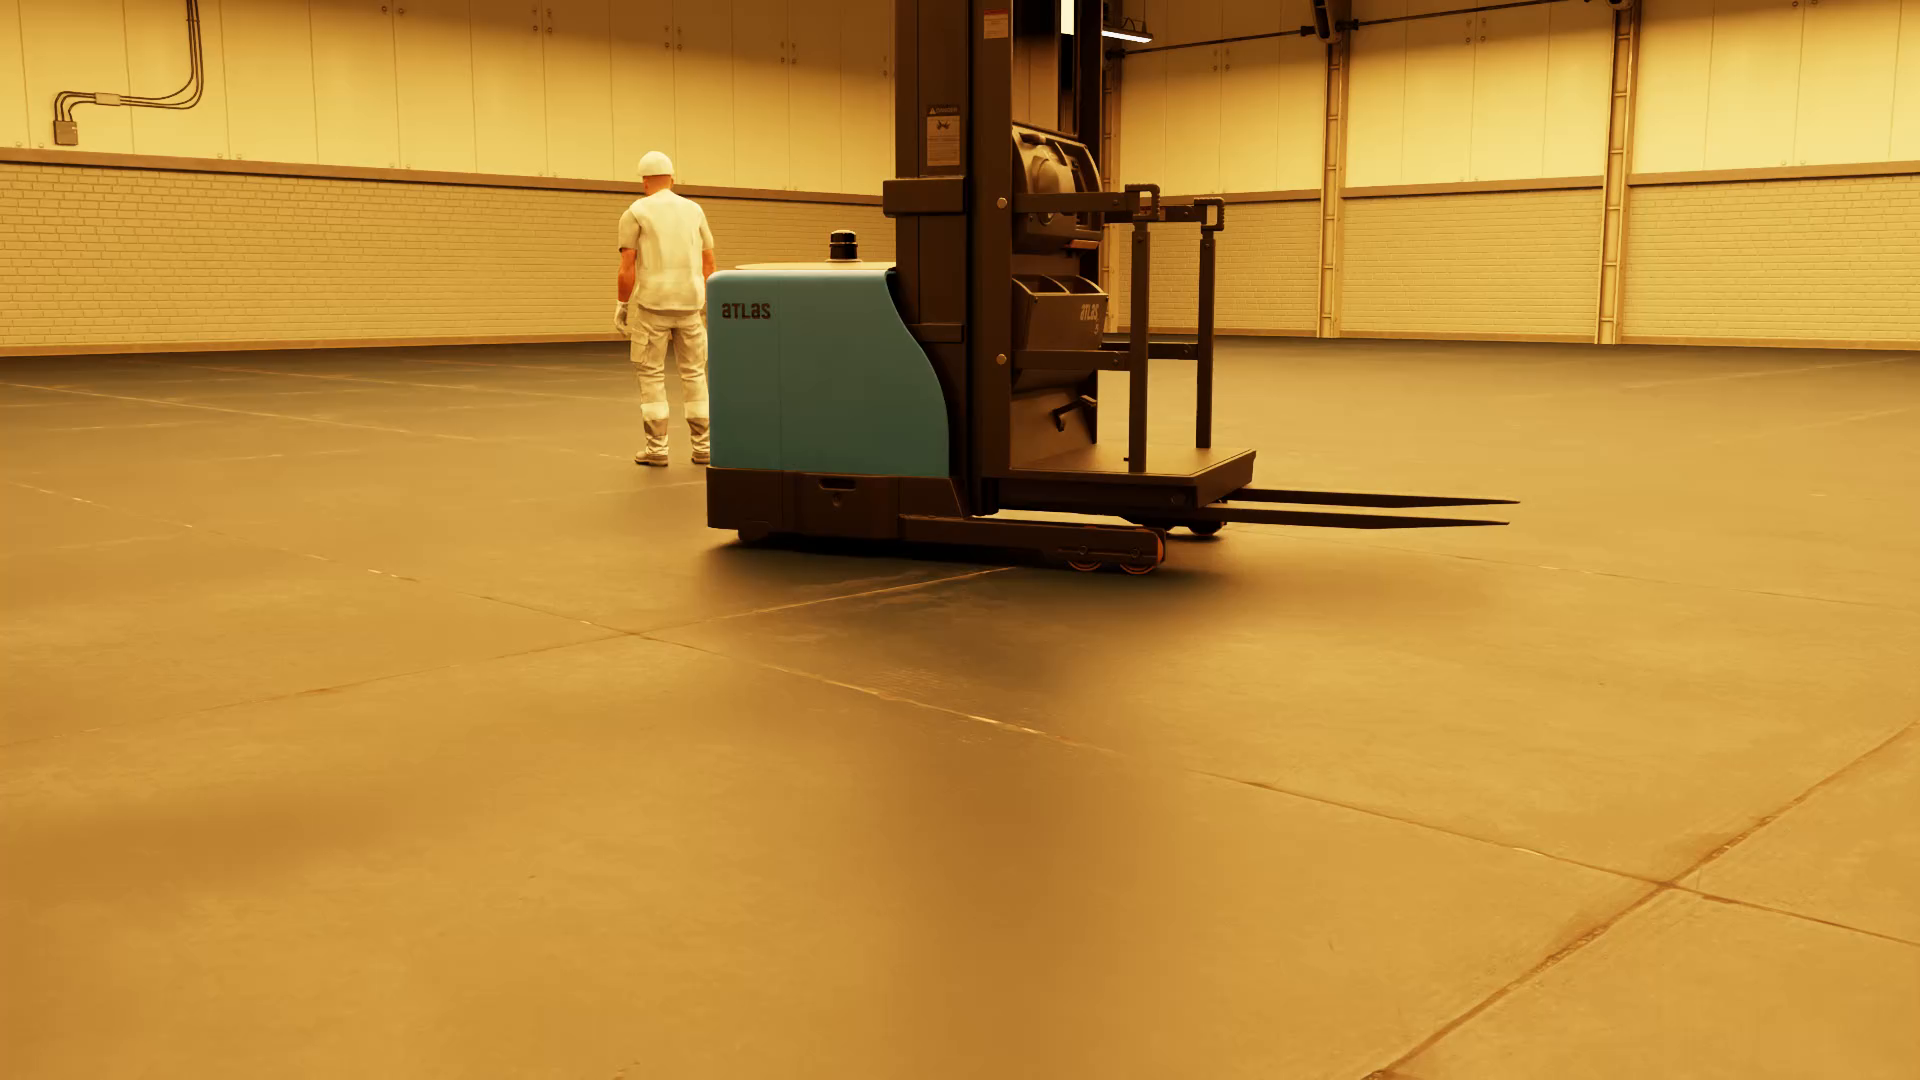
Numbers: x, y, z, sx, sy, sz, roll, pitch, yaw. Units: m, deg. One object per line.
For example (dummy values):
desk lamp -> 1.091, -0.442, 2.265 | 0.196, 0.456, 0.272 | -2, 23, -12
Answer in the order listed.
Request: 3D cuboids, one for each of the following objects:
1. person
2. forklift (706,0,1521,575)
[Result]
person -> -1.683, -1.324, 9.550 | 0.621, 1.779, 0.454 | -5, 10, -29
forklift -> 0.565, -1.416, 6.275 | 3.031, 2.935, 1.130 | 3, 9, 22
